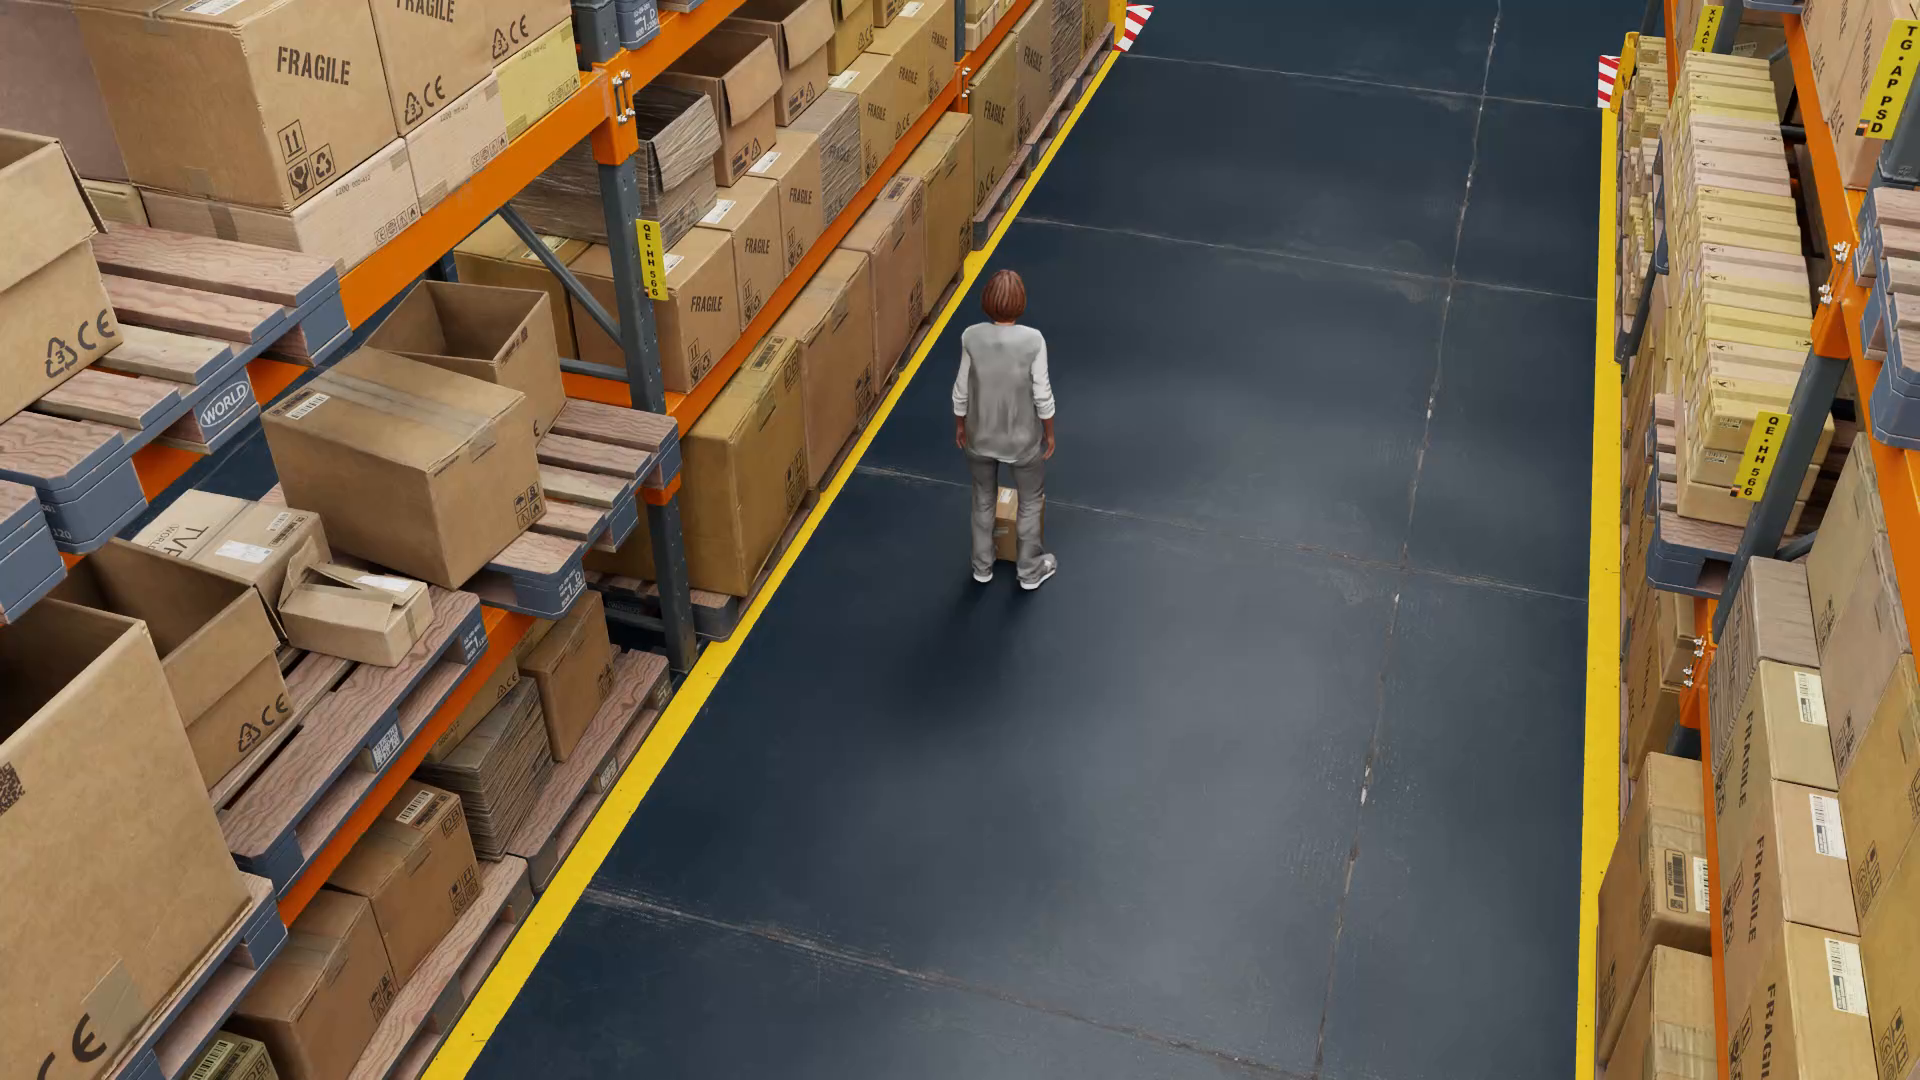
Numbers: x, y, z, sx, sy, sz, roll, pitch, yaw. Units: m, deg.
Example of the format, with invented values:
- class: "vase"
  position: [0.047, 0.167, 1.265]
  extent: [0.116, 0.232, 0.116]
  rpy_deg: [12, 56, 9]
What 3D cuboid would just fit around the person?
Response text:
- class: "person"
  position: [0.205, -0.464, 7.502]
  extent: [0.482, 1.592, 0.347]
  rpy_deg: [9, 38, 11]
